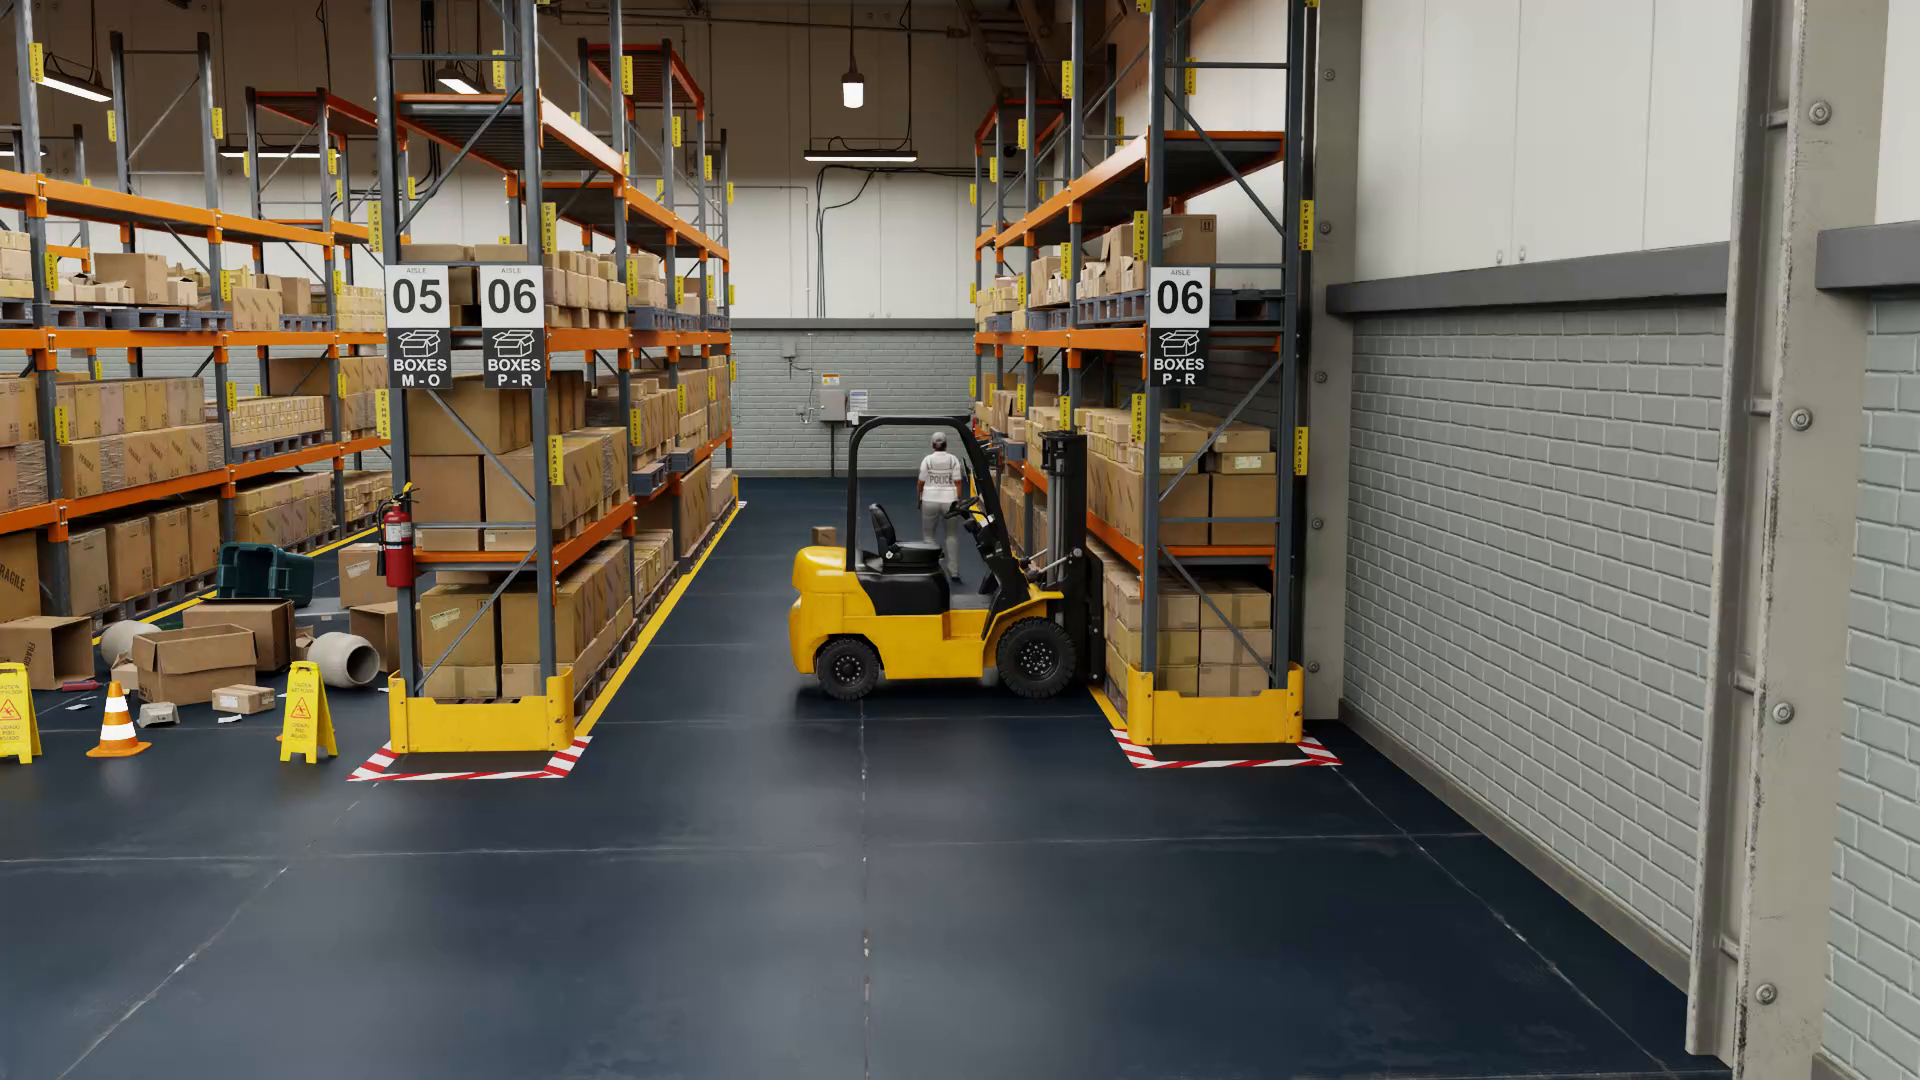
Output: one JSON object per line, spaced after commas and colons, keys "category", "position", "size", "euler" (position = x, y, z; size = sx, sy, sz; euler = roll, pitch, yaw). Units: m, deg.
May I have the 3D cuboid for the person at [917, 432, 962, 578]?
{"category": "person", "position": [-0.239, -0.380, 18.811], "size": [0.495, 1.691, 0.466], "euler": [-1, 7, -10]}
